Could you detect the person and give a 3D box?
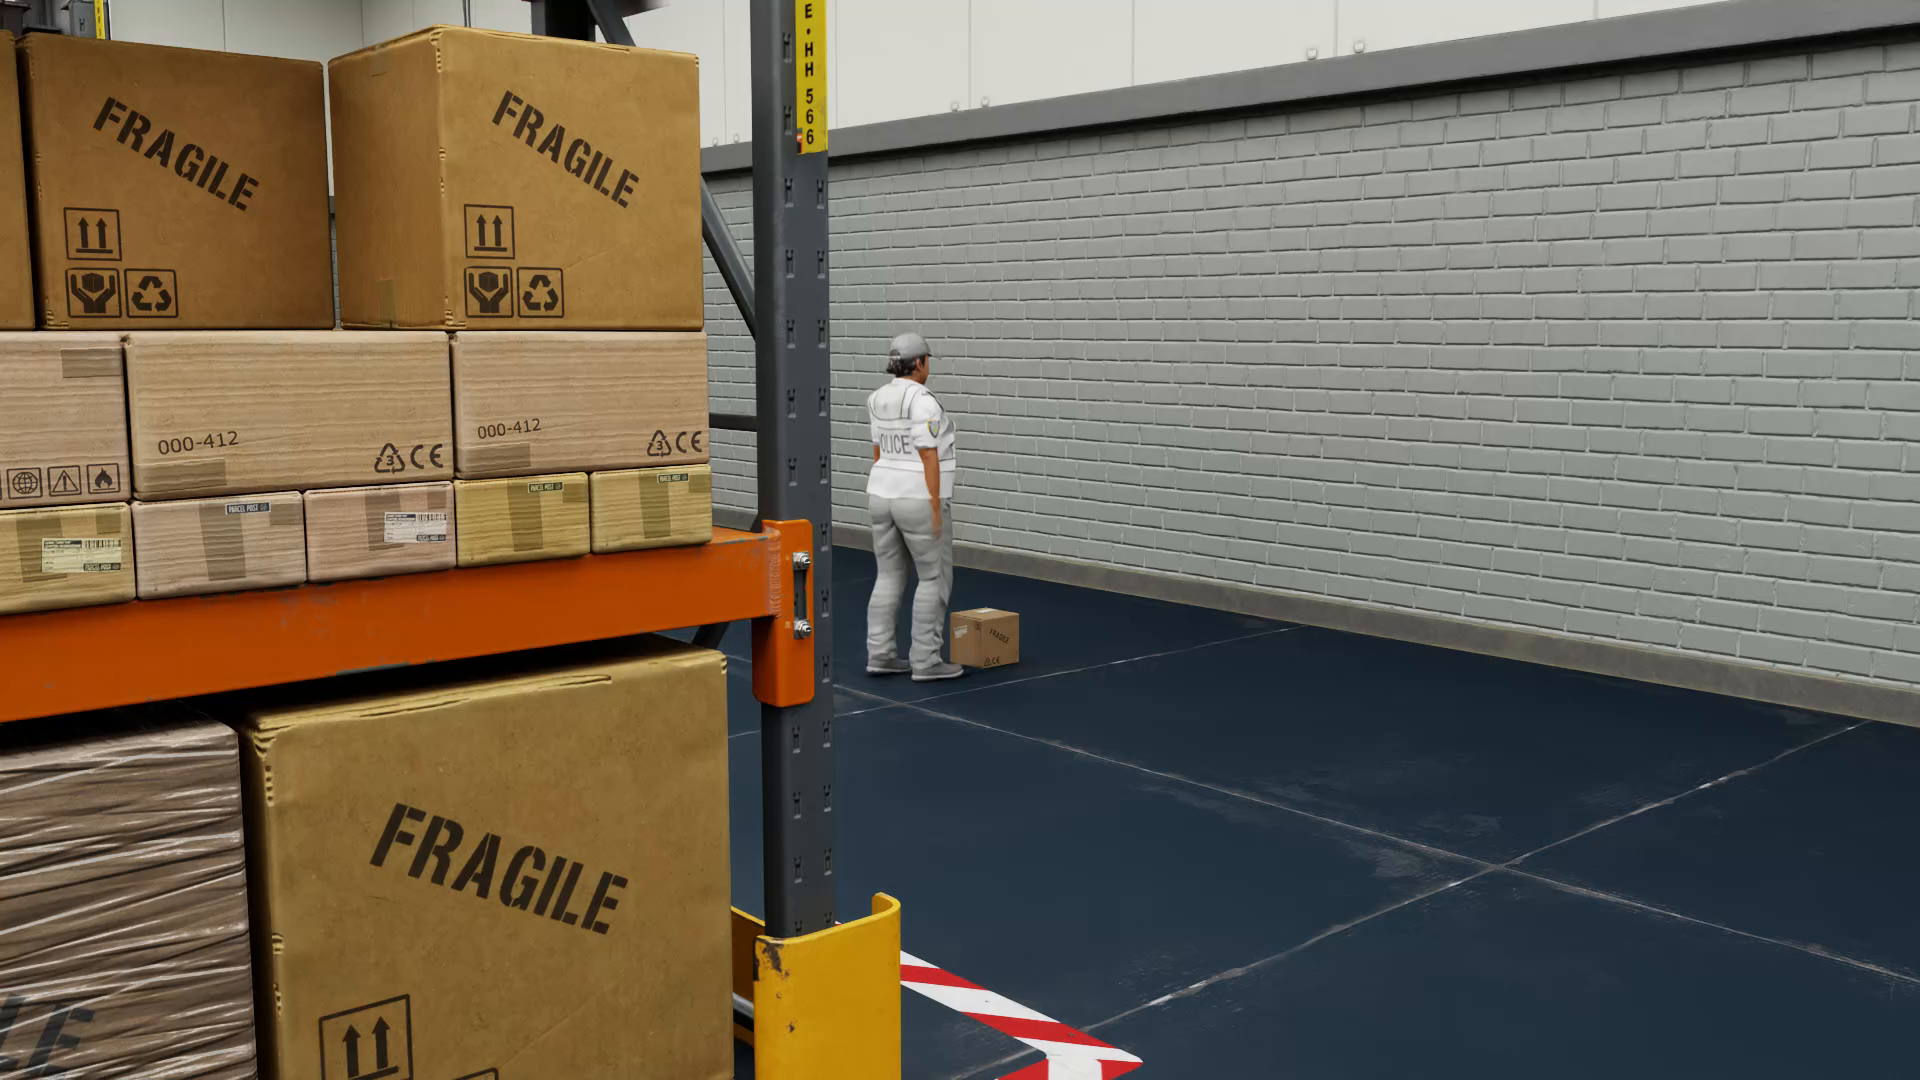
[{"bbox_3d":[-0.230,-0.159,8.023,0.393,1.672,0.472,-6,10,-40],"label":"person"}]
